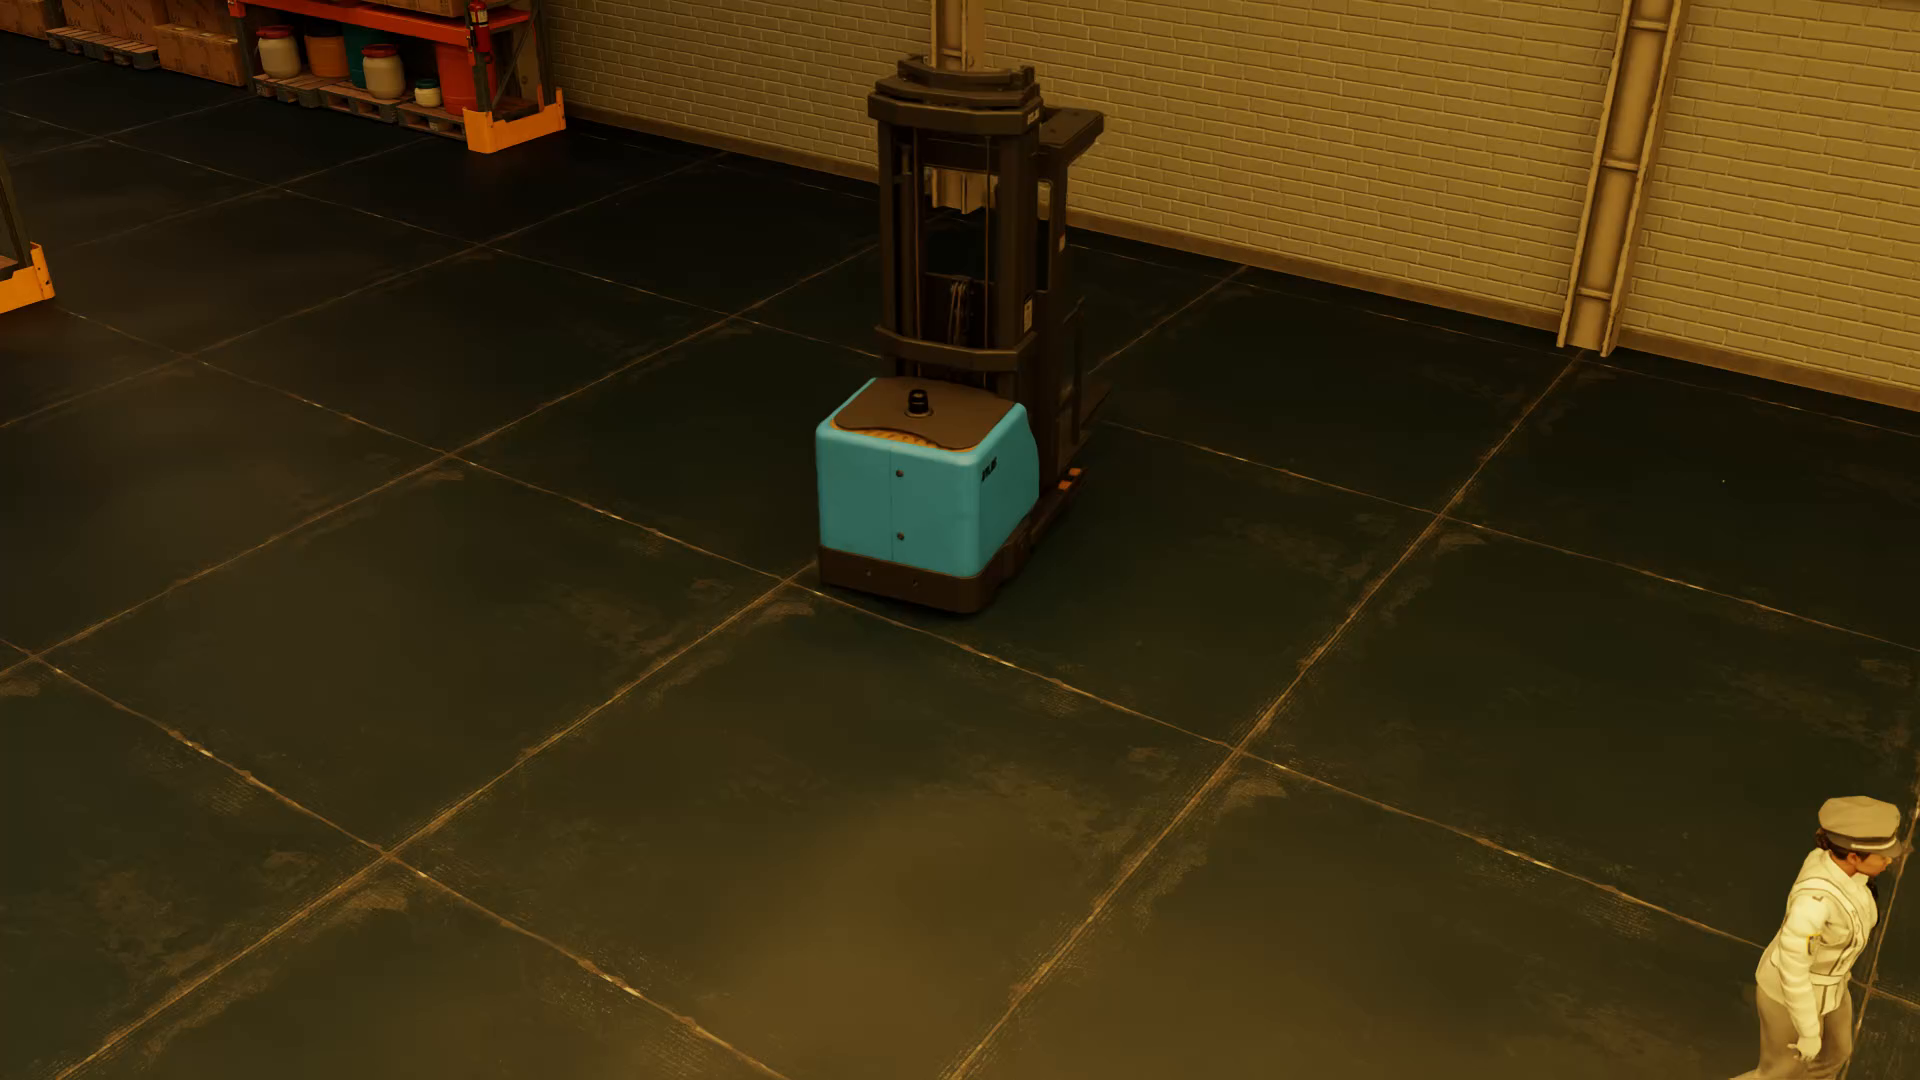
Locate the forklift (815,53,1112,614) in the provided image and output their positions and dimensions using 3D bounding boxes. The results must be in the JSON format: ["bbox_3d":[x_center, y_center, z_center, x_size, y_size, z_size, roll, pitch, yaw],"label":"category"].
[{"bbox_3d":[0.194,-1.564,10.275,1.130,2.935,3.031,12,32,20],"label":"forklift"}]

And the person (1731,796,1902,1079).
[{"bbox_3d":[3.117,1.671,6.030,0.510,1.722,0.579,21,36,31],"label":"person"}]
